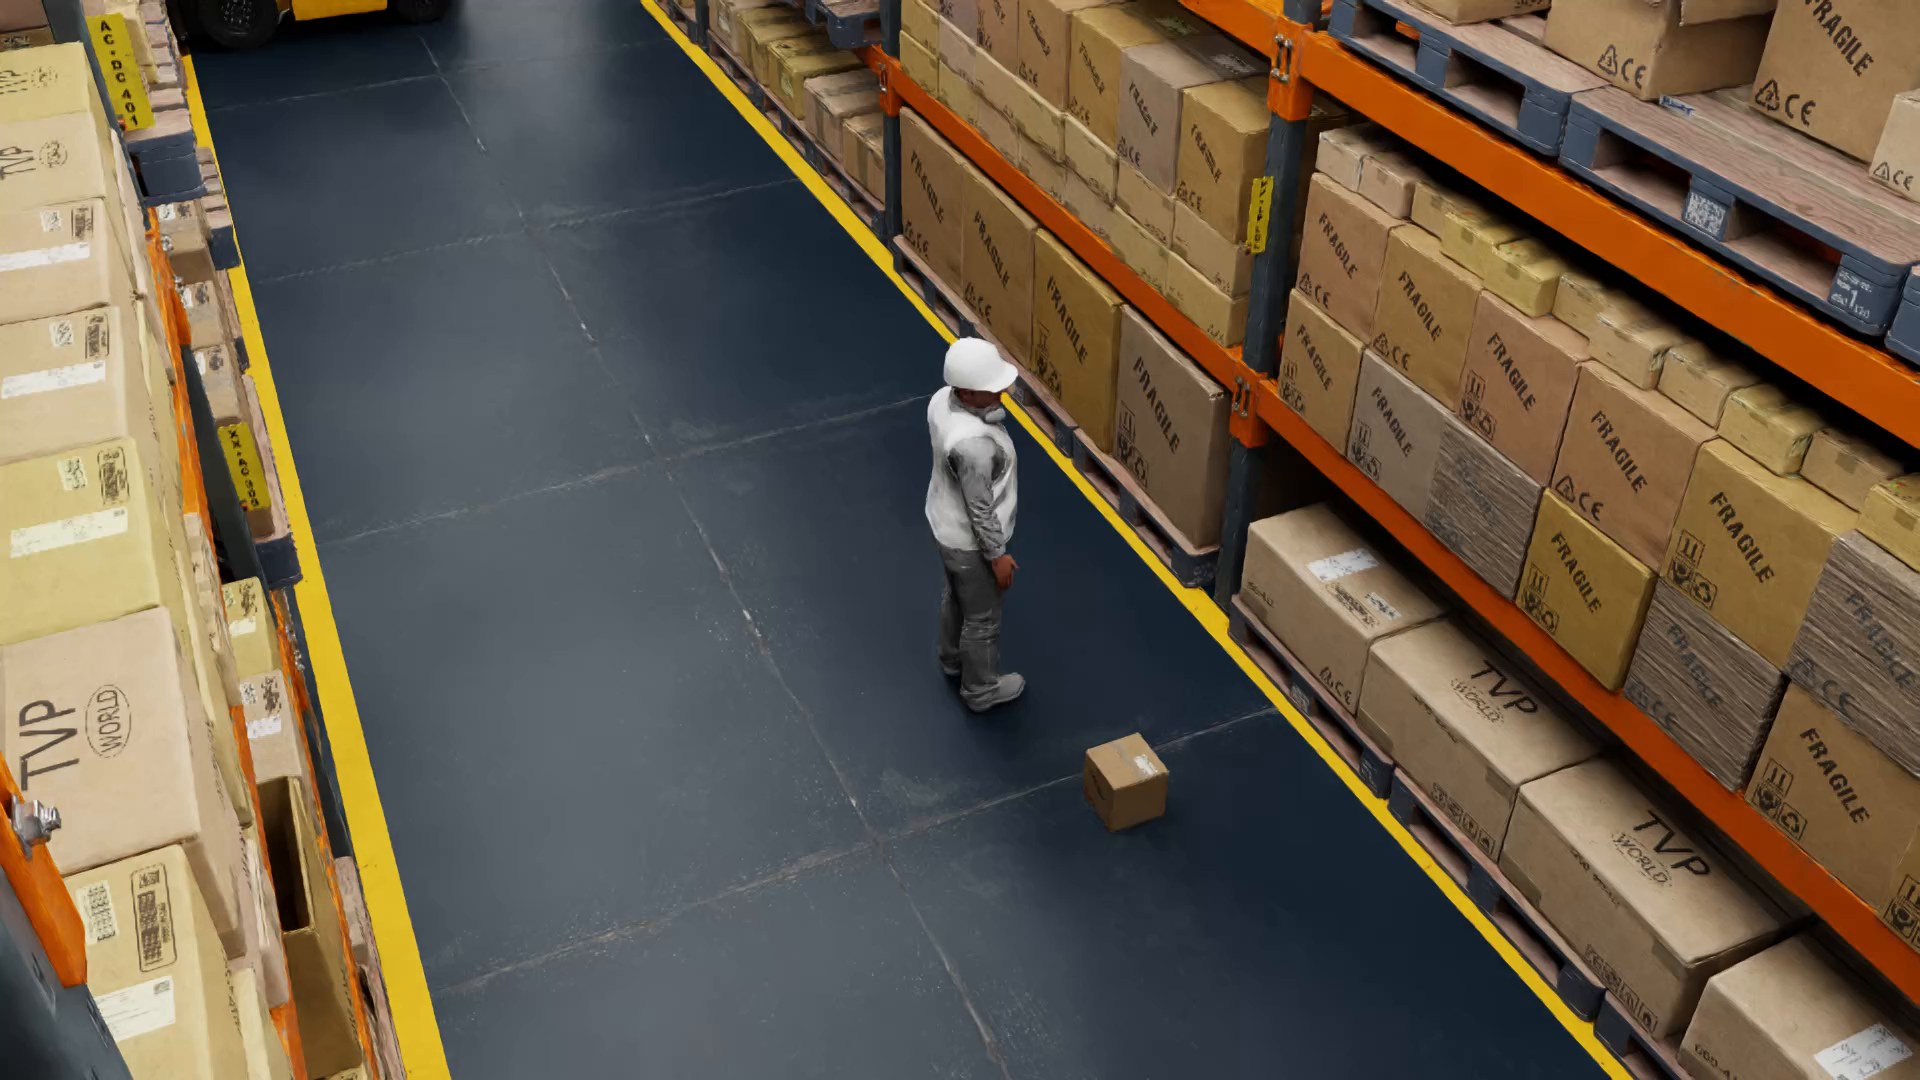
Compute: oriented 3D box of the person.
[{"bbox_3d":[0.076,-0.051,6.889,0.415,1.813,0.588,-8,38,-10],"label":"person"}]
